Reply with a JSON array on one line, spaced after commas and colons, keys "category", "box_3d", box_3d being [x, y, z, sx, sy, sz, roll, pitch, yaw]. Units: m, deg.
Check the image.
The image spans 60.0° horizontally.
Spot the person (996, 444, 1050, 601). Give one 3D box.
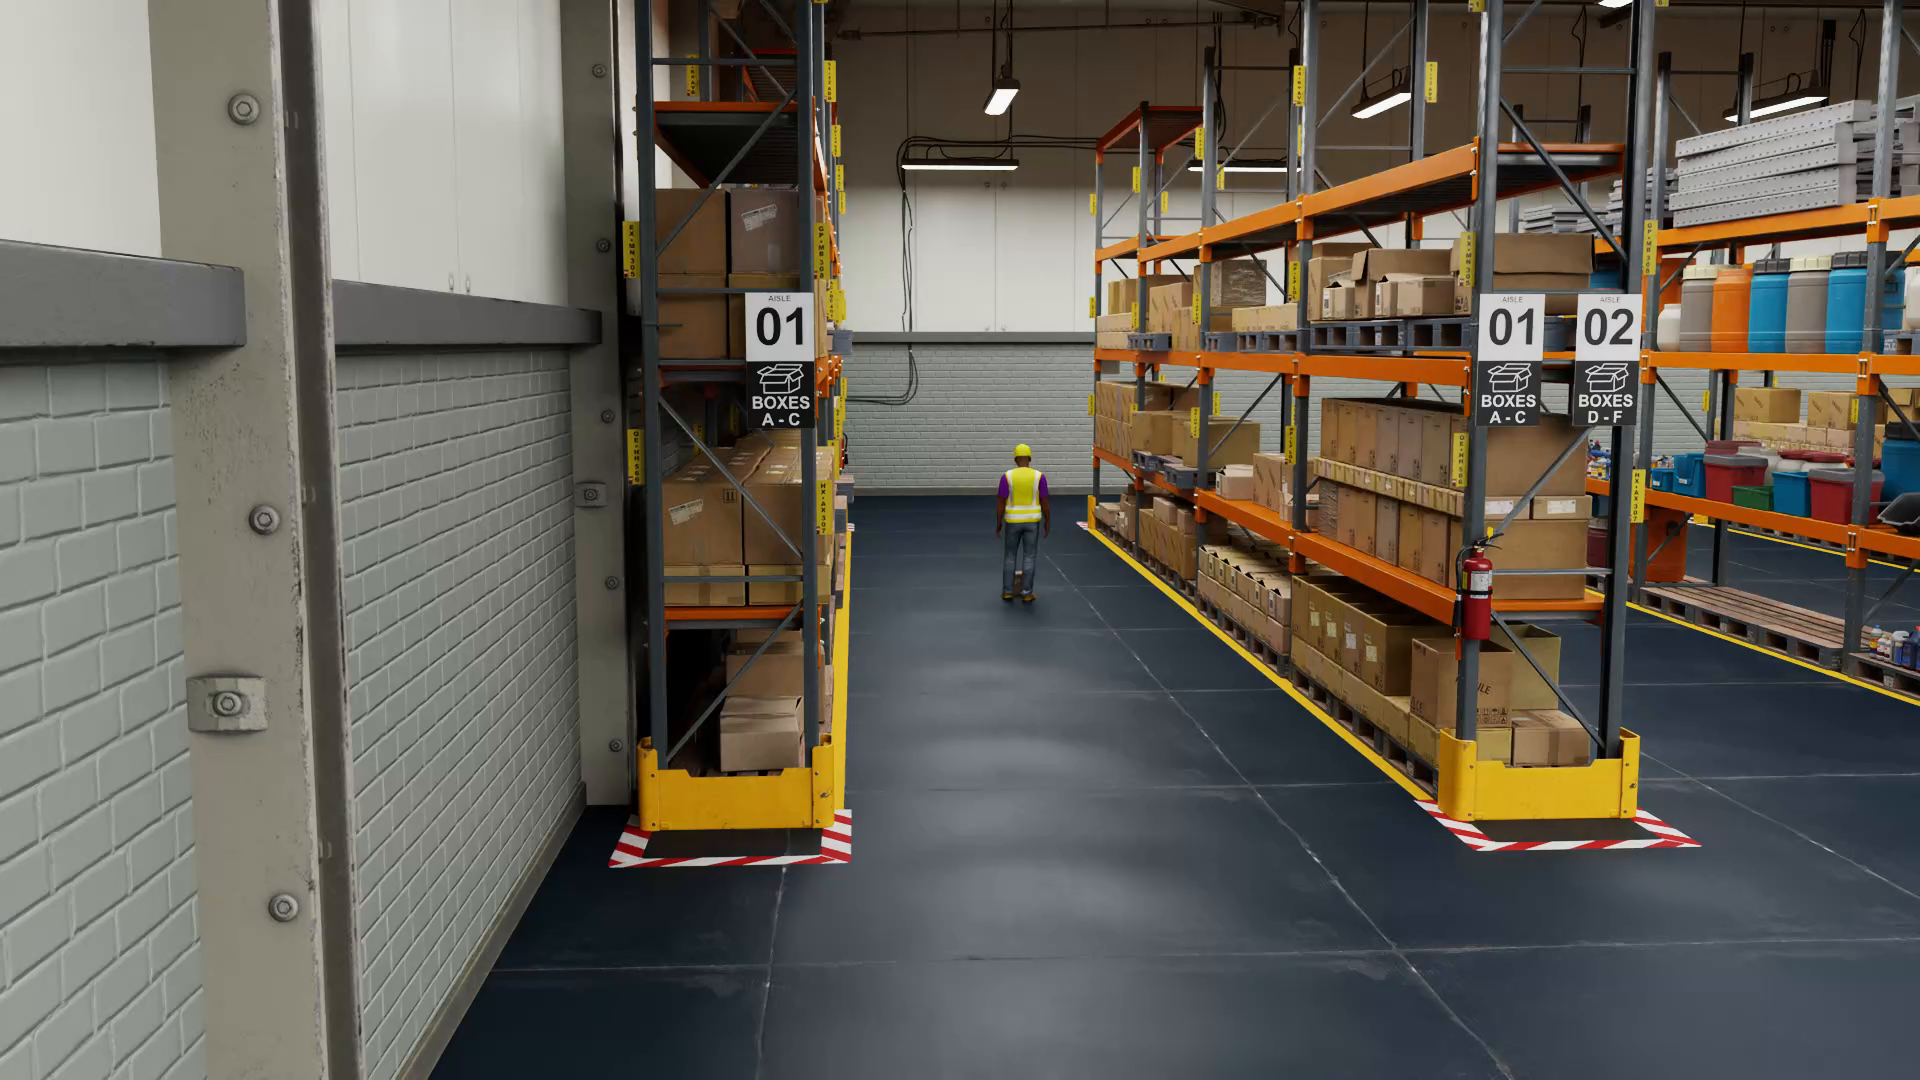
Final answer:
[{"category": "person", "box_3d": [0.709, -0.208, 18.829, 0.607, 1.766, 0.552, 0, 7, 2]}]
